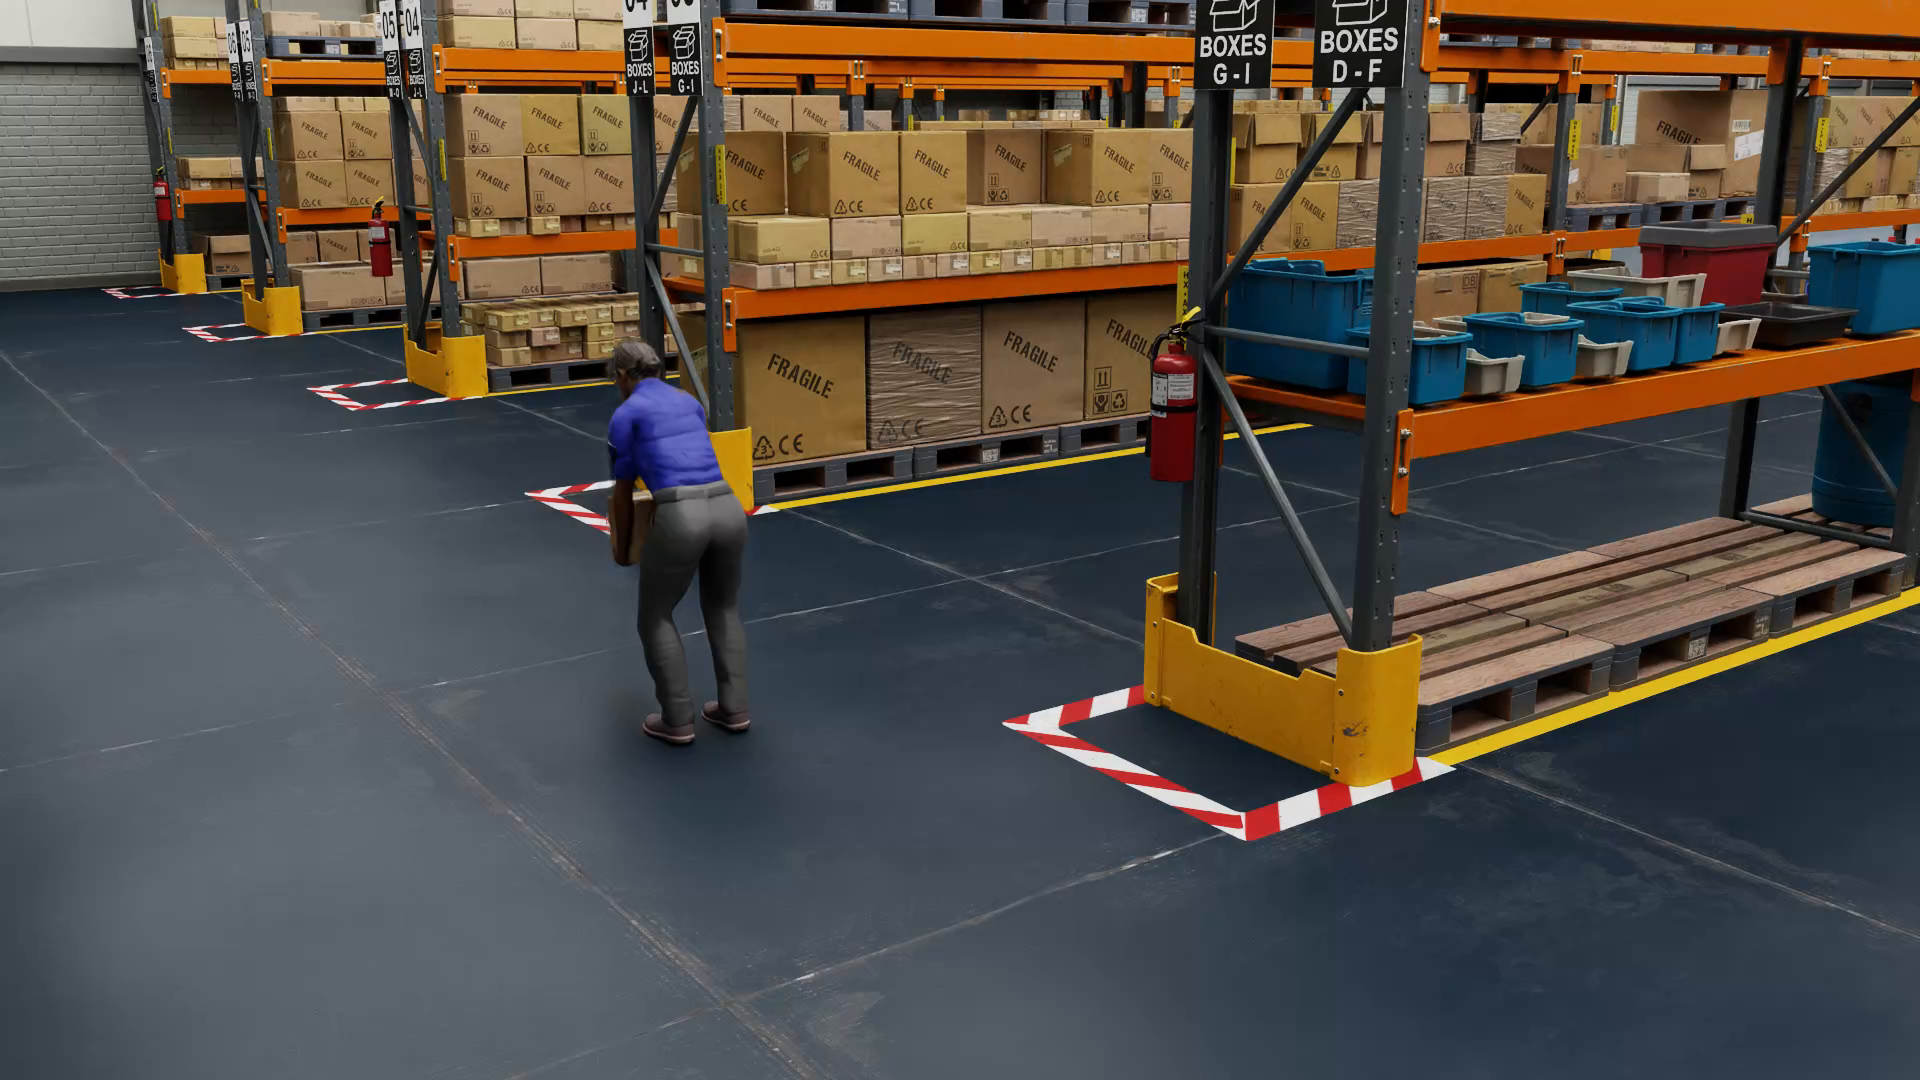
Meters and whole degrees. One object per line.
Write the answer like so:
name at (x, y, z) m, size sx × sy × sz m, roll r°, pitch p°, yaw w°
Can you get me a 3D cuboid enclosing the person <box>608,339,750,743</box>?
person at (-1.099, -0.003, 6.388) m, size 0.413 × 1.488 × 0.662 m, roll -11°, pitch 18°, yaw -36°
